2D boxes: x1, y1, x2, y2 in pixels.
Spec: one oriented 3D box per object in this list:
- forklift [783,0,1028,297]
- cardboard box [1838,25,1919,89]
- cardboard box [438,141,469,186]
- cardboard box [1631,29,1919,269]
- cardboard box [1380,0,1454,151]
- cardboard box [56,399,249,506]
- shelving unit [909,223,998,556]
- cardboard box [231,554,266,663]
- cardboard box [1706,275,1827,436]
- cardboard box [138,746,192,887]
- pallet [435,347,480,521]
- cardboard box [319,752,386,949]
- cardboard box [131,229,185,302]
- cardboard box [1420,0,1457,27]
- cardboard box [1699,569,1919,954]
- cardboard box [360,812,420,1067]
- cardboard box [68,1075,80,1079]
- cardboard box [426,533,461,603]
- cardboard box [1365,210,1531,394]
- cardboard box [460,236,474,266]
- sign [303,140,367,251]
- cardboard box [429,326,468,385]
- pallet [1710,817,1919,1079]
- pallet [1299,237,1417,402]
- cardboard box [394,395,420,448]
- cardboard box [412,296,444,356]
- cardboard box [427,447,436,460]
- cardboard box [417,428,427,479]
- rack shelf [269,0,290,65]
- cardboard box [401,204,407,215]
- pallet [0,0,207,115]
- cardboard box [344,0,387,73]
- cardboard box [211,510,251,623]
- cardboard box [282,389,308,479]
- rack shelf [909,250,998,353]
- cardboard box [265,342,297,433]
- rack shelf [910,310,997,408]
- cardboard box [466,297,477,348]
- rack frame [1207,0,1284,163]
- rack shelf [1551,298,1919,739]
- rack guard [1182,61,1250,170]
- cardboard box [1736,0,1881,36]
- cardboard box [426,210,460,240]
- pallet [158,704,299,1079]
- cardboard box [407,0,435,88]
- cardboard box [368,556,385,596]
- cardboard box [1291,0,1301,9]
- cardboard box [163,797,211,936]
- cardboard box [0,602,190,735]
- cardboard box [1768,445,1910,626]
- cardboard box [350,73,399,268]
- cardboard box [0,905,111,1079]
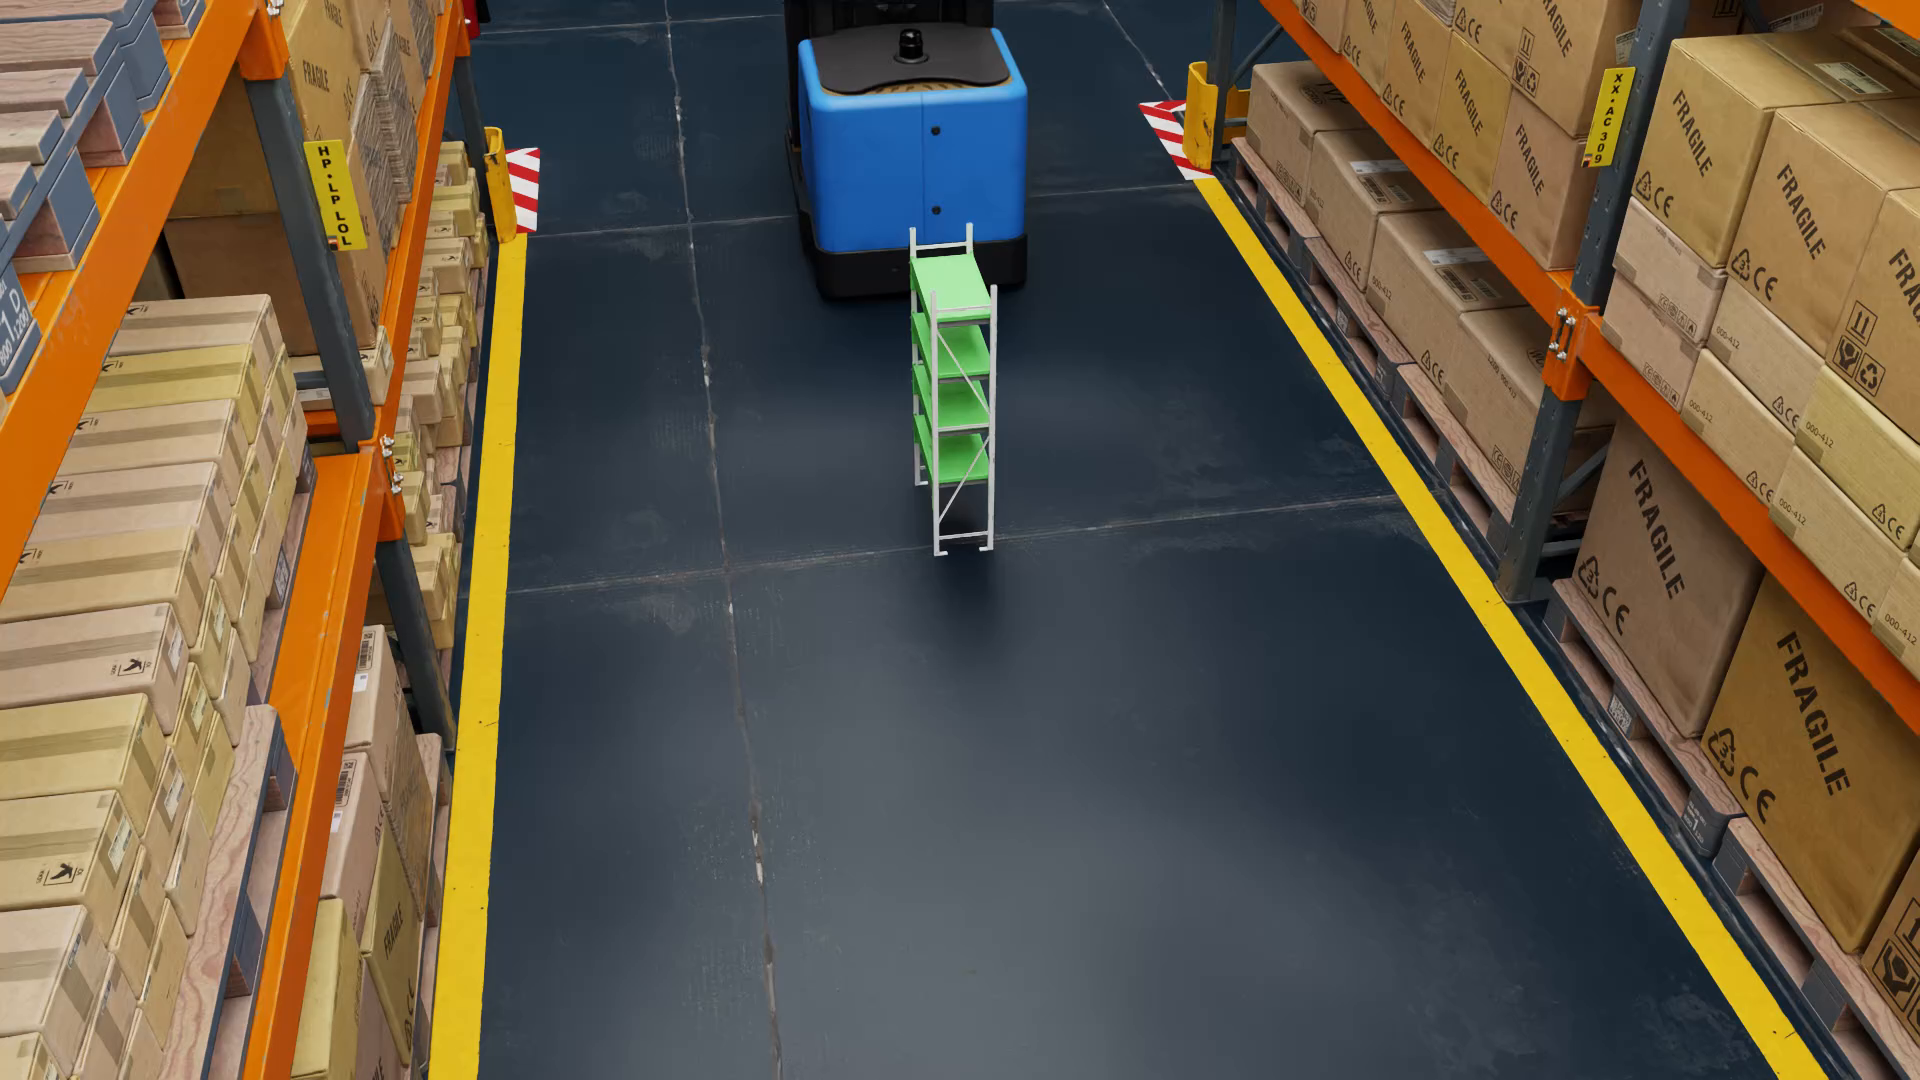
[{"bbox_3d":[-0.406,-3.252,8.547,1.130,2.935,3.031,-6,38,-7],"label":"forklift"},{"bbox_3d":[2.918,-1.211,4.967,0.500,0.500,0.500,-5,38,-6],"label":"cardboard box"},{"bbox_3d":[-2.623,-1.824,8.150,0.380,0.149,0.250,-6,38,-7],"label":"cardboard box"},{"bbox_3d":[2.386,-1.157,4.898,0.500,0.500,0.500,-6,38,-7],"label":"cardboard box"},{"bbox_3d":[2.061,-1.924,6.700,0.500,0.500,0.500,-7,38,-9],"label":"cardboard box"},{"bbox_3d":[-1.910,-0.188,3.924,0.380,0.149,0.250,-7,38,-9],"label":"cardboard box"},{"bbox_3d":[-0.029,-0.574,6.511,0.258,1.200,0.503,-6,38,-8],"label":"shelving unit"},{"bbox_3d":[-1.868,0.185,3.929,0.380,0.149,0.250,-8,39,-10],"label":"cardboard box"},{"bbox_3d":[2.511,-0.550,4.727,0.500,0.250,0.500,-6,38,-7],"label":"cardboard box"},{"bbox_3d":[-1.728,0.552,3.214,0.380,0.149,0.250,-5,38,-6],"label":"cardboard box"},{"bbox_3d":[-2.633,-0.465,7.177,1.003,0.211,1.213,-6,38,-8],"label":"pallet"},{"bbox_3d":[-1.807,0.834,4.316,0.500,0.250,0.500,-5,38,-6],"label":"cardboard box"},{"bbox_3d":[-2.627,-0.845,5.068,0.500,0.500,0.500,-6,38,-8],"label":"cardboard box"},{"bbox_3d":[2.058,-2.323,6.398,0.500,0.500,0.500,-6,38,-7],"label":"cardboard box"},{"bbox_3d":[2.946,0.564,4.968,0.875,0.875,0.875,-5,38,-7],"label":"cardboard box"},{"bbox_3d":[-1.796,1.125,4.552,0.500,0.500,0.500,-7,38,-9],"label":"cardboard box"},{"bbox_3d":[-1.594,1.016,2.618,0.380,0.149,0.250,-6,38,-8],"label":"cardboard box"},{"bbox_3d":[-2.058,0.119,6.134,0.380,0.149,0.250,-5,38,-7],"label":"cardboard box"},{"bbox_3d":[2.430,-1.105,7.473,0.875,0.438,0.875,-7,38,-9],"label":"cardboard box"},{"bbox_3d":[-2.498,-1.398,7.843,0.380,0.149,0.250,-8,39,-10],"label":"cardboard box"},{"bbox_3d":[-1.718,-0.945,4.578,0.100,0.325,0.005,-6,38,-8],"label":"sign"},{"bbox_3d":[-2.293,-0.766,7.030,0.380,0.149,0.250,-6,38,-7],"label":"cardboard box"},{"bbox_3d":[3.019,1.278,4.933,1.003,0.211,1.213,-6,38,-8],"label":"pallet"},{"bbox_3d":[2.319,-1.124,8.025,1.003,0.211,1.213,-6,38,-8],"label":"pallet"},{"bbox_3d":[-2.271,-0.407,6.325,0.380,0.149,0.250,-7,38,-9],"label":"cardboard box"},{"bbox_3d":[-2.369,-0.878,6.932,0.380,0.149,0.250,-6,38,-8],"label":"cardboard box"},{"bbox_3d":[-2.328,-0.332,6.714,0.380,0.149,0.250,-8,39,-10],"label":"cardboard box"},{"bbox_3d":[-2.268,-0.287,6.413,0.380,0.149,0.250,-8,39,-10],"label":"cardboard box"},{"bbox_3d":[-2.614,-2.534,5.709,1.077,0.370,4.000,-6,38,-8],"label":"rack shelf"},{"bbox_3d":[-2.270,-1.323,6.213,0.380,0.149,0.250,-5,38,-6],"label":"cardboard box"},{"bbox_3d":[-2.260,-1.152,3.496,1.213,0.211,1.003,-6,38,-8],"label":"pallet"},{"bbox_3d":[-2.267,-1.896,5.606,0.500,0.500,0.500,-6,38,-7],"label":"cardboard box"},{"bbox_3d":[-1.859,0.083,3.818,0.380,0.149,0.250,-7,38,-9],"label":"cardboard box"},{"bbox_3d":[-1.999,-0.274,4.520,0.380,0.149,0.250,-7,38,-9],"label":"cardboard box"},{"bbox_3d":[-0.029,-0.902,6.255,0.258,0.148,0.480,-6,38,-8],"label":"rack shelf"},{"bbox_3d":[-1.999,-0.391,4.428,0.380,0.149,0.250,-5,38,-7],"label":"cardboard box"},{"bbox_3d":[-0.029,-0.713,6.403,0.258,0.148,0.480,-6,38,-8],"label":"rack shelf"},{"bbox_3d":[-2.398,-0.978,7.546,0.380,0.149,0.250,-8,39,-10],"label":"cardboard box"},{"bbox_3d":[1.891,-3.435,8.727,1.000,3.000,0.127,-6,38,-8],"label":"rack frame"},{"bbox_3d":[2.943,0.473,4.283,1.077,0.370,4.000,-6,38,-8],"label":"rack shelf"},{"bbox_3d":[1.887,-2.463,9.513,1.175,0.500,0.348,-6,38,-8],"label":"rack guard"},{"bbox_3d":[2.747,-1.767,5.684,0.500,0.500,0.500,-6,38,-8],"label":"cardboard box"},{"bbox_3d":[-2.482,-1.361,7.553,0.380,0.149,0.250,-8,39,-10],"label":"cardboard box"},{"bbox_3d":[-1.950,0.875,3.336,1.003,0.211,1.213,-6,38,-8],"label":"pallet"},{"bbox_3d":[-2.449,-2.138,6.734,0.500,0.500,0.500,-6,38,-8],"label":"cardboard box"},{"bbox_3d":[-2.120,0.069,5.713,0.380,0.149,0.250,-5,38,-6],"label":"cardboard box"},{"bbox_3d":[1.808,-2.852,7.894,0.500,0.500,0.500,-7,38,-9],"label":"cardboard box"},{"bbox_3d":[-1.721,0.674,3.301,0.380,0.149,0.250,-7,38,-9],"label":"cardboard box"},{"bbox_3d":[-1.773,0.281,3.321,0.380,0.149,0.250,-8,39,-10],"label":"cardboard box"},{"bbox_3d":[2.576,-0.042,4.482,0.500,0.250,0.500,-7,38,-8],"label":"cardboard box"},{"bbox_3d":[-2.196,-1.207,5.535,0.500,0.500,0.500,-6,38,-8],"label":"cardboard box"},{"bbox_3d":[-1.636,0.755,2.711,0.380,0.149,0.250,-5,38,-6],"label":"cardboard box"}]
